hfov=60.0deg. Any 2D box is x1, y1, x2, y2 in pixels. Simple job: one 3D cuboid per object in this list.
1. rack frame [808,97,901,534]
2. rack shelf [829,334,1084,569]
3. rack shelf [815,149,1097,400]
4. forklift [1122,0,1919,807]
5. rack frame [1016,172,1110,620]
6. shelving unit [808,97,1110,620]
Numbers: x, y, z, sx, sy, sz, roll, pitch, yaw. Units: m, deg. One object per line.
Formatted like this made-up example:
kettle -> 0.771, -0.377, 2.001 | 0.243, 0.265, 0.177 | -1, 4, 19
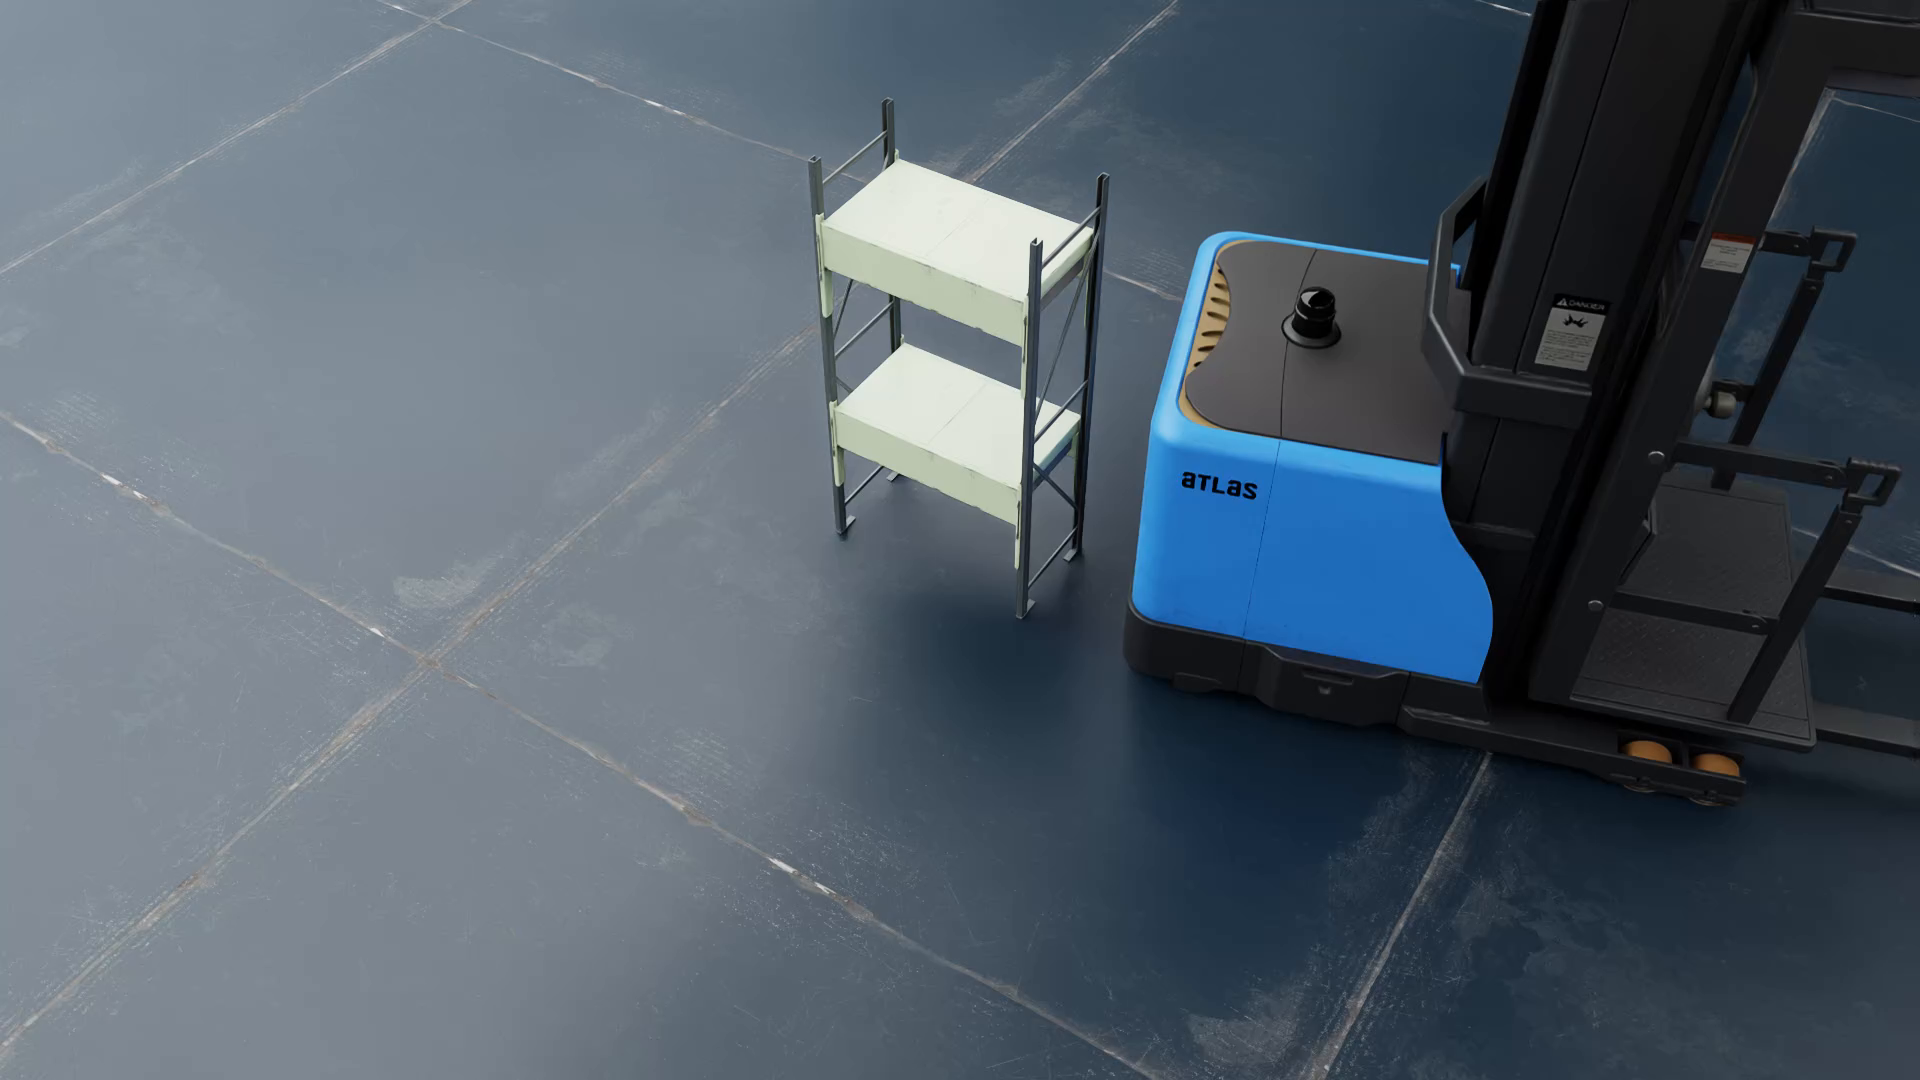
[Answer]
rack frame -> -0.314, -0.667, 5.352 | 0.023, 1.500, 0.400 | 25, 51, 22
rack shelf -> -0.006, -0.298, 5.448 | 0.720, 0.370, 0.431 | 25, 51, 22
rack shelf -> -0.006, -0.797, 4.935 | 0.720, 0.370, 0.431 | 25, 51, 22
forklift -> 2.093, -0.651, 4.339 | 3.031, 2.935, 1.130 | 11, 47, 10
rack frame -> 0.302, -0.384, 5.077 | 0.023, 1.500, 0.400 | 25, 51, 22
shelving unit -> -0.006, -0.525, 5.215 | 0.755, 1.500, 0.431 | 25, 51, 22
